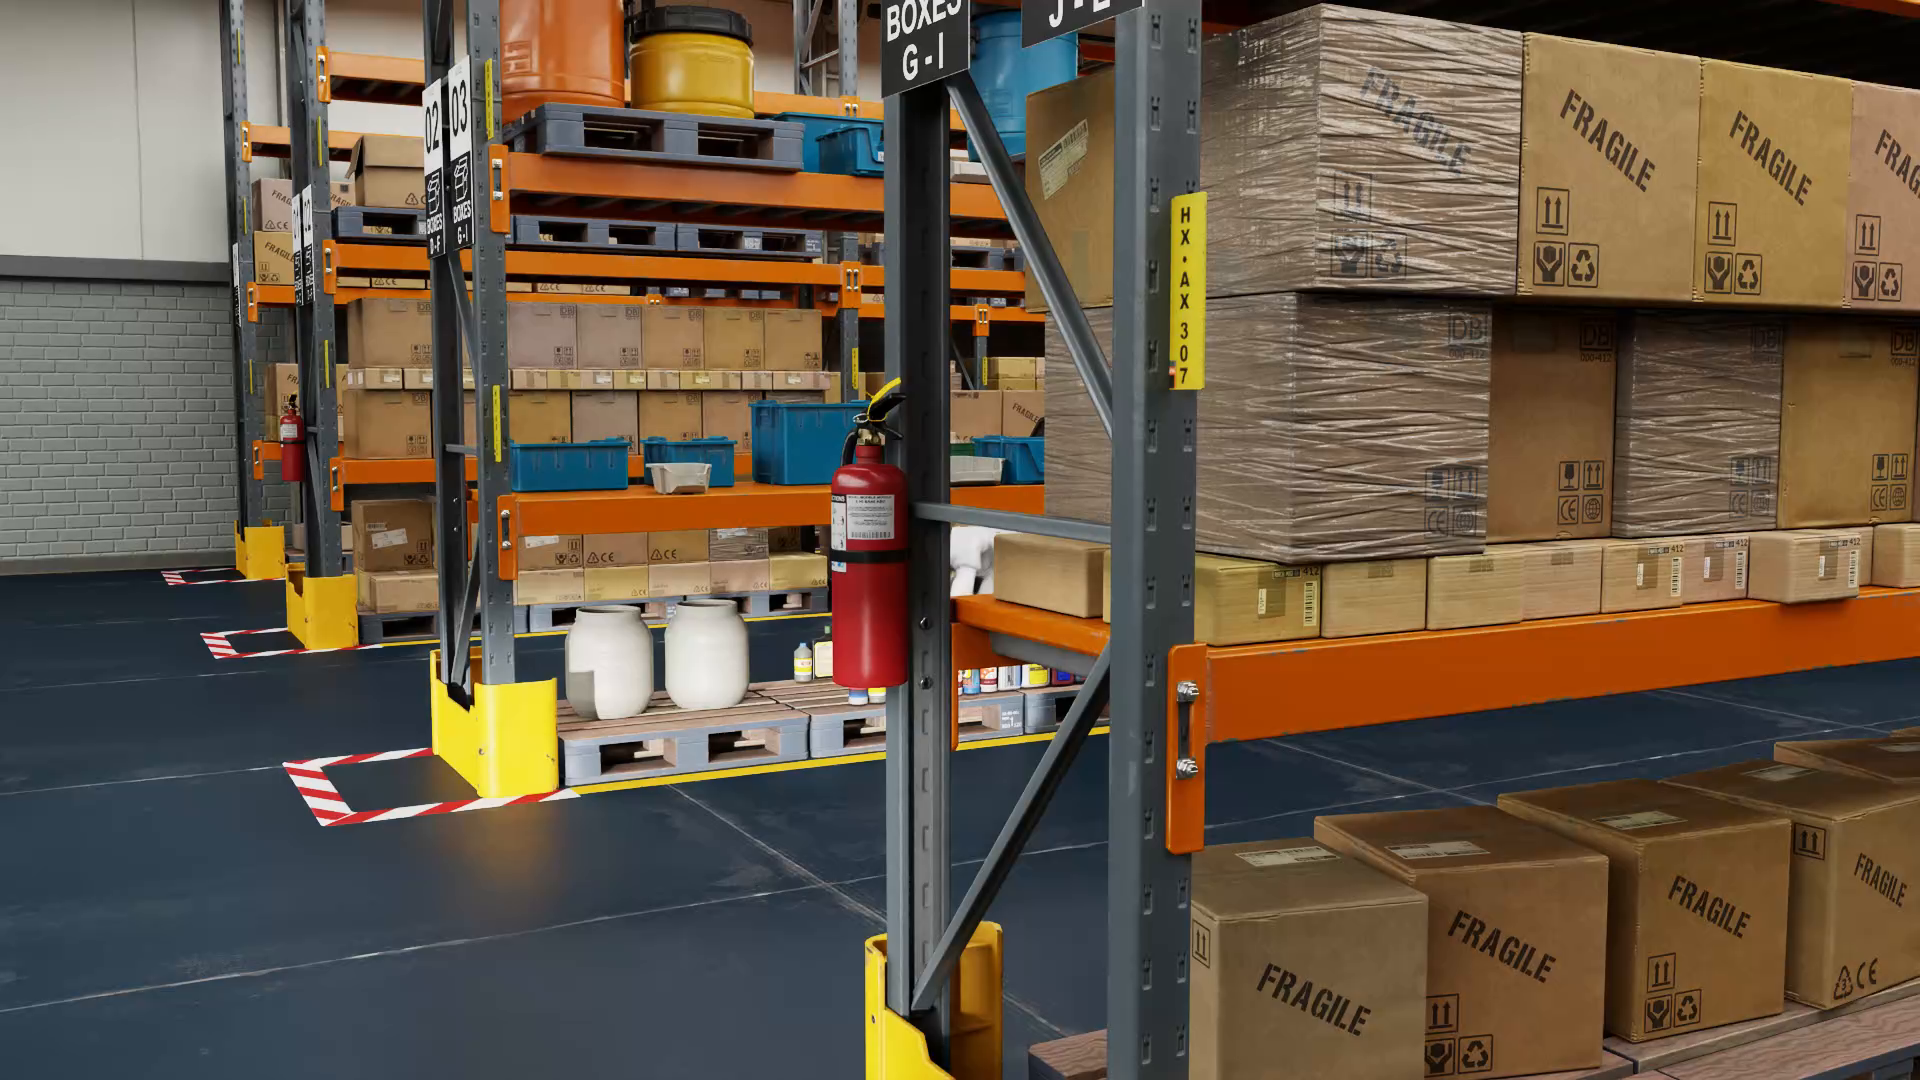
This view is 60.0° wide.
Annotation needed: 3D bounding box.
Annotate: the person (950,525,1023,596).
[{"bbox_3d":[0.053,0.352,10.670,0.973,0.966,0.502,-3,6,-31],"label":"person"}]
